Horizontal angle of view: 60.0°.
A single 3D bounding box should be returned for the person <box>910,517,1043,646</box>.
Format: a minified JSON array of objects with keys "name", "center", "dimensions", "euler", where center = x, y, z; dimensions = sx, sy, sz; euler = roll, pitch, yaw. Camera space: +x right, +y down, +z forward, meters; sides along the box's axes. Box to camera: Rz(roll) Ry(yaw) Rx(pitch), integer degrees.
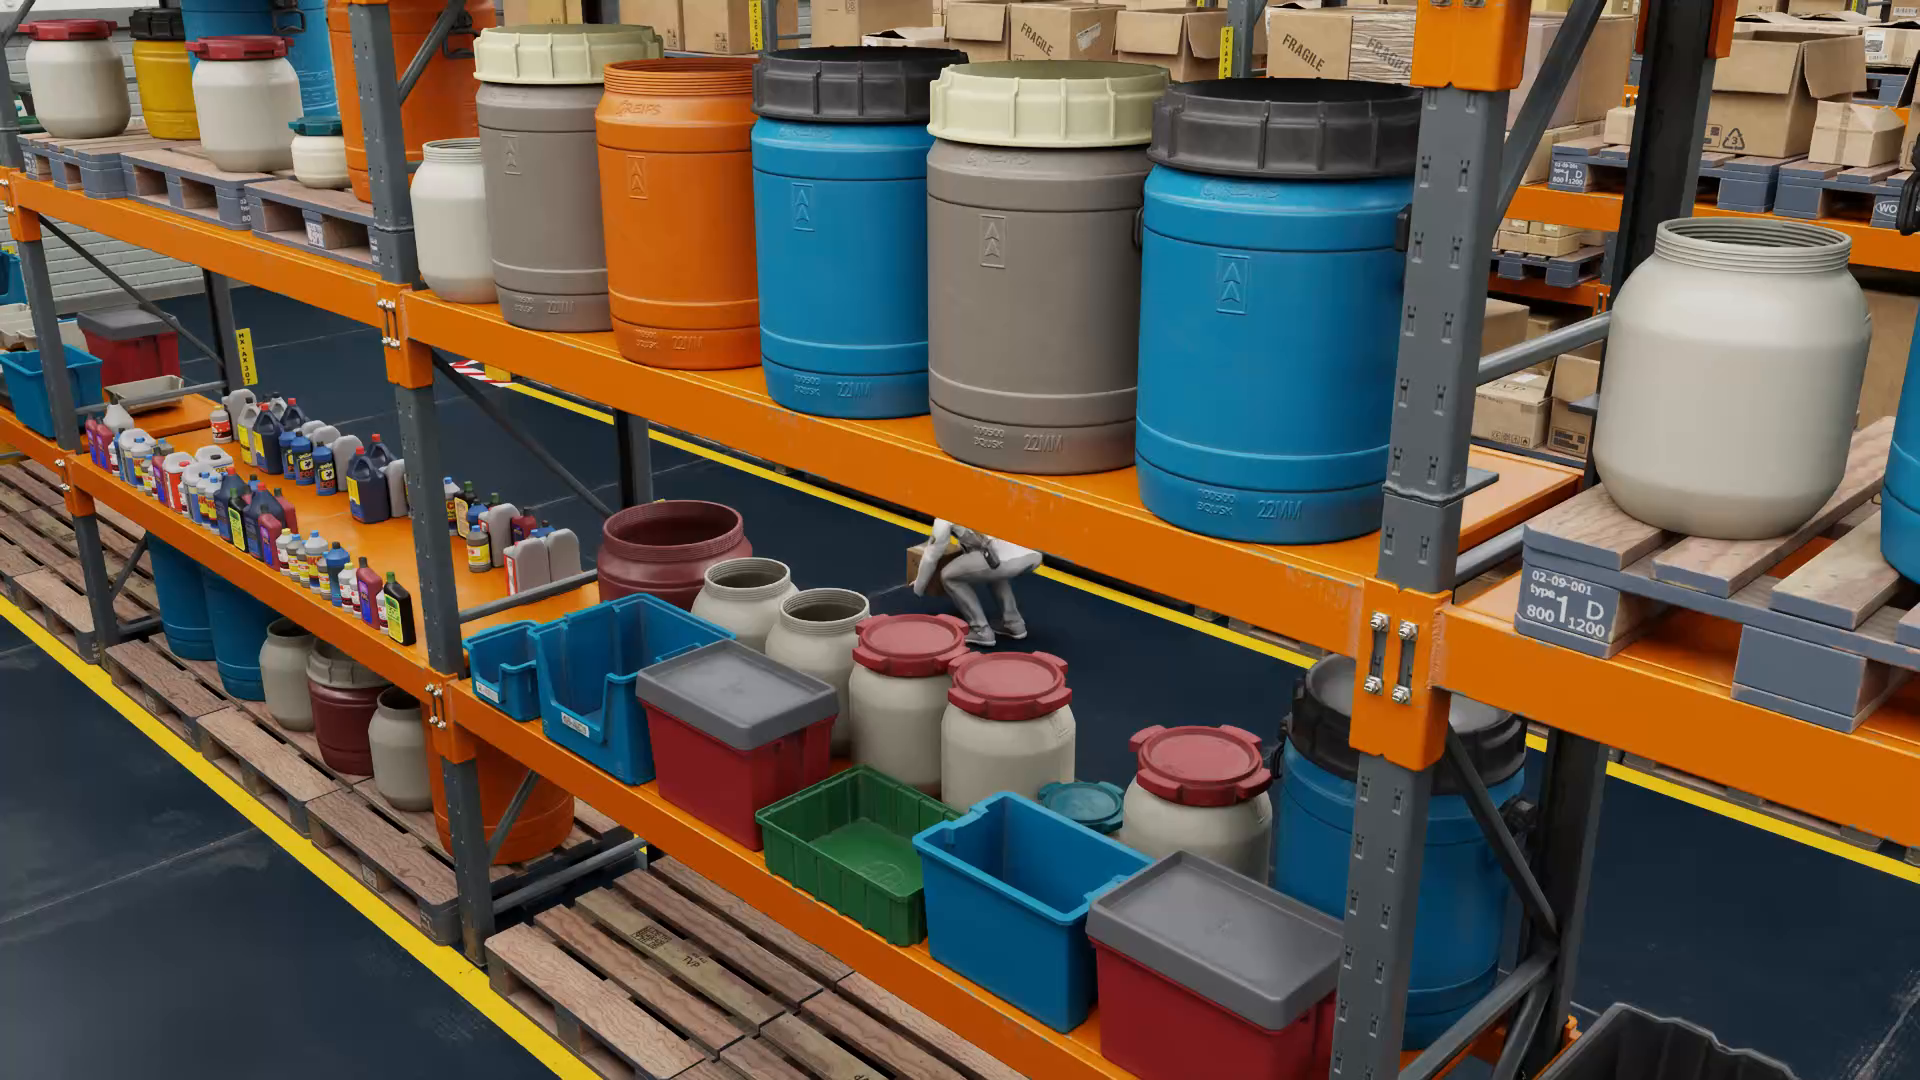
[{"name":"person","center":[0.086,0.099,9.797],"dimensions":[0.890,0.980,0.456],"euler":[18,27,39]}]
